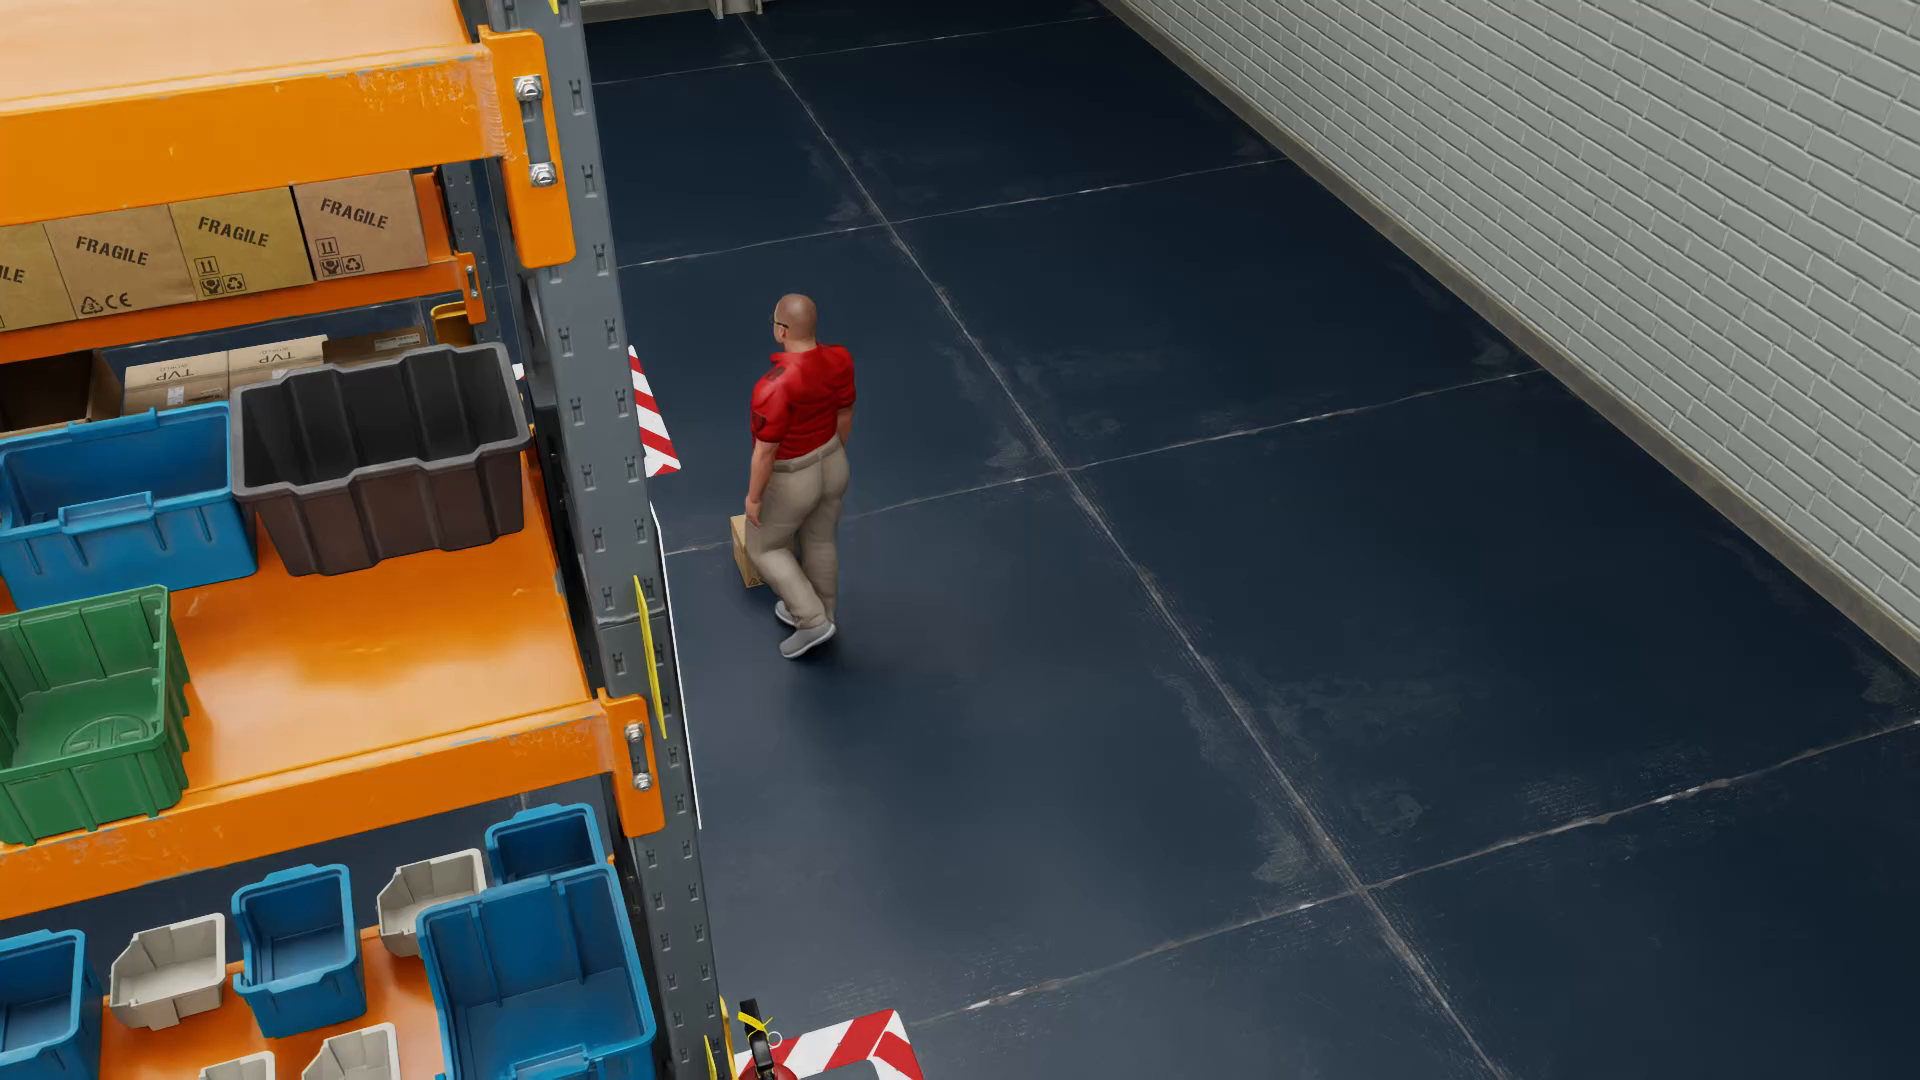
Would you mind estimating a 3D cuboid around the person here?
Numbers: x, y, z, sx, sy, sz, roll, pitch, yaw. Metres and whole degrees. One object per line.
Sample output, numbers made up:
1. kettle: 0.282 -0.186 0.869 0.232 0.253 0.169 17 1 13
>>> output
1. person: -0.691 -0.262 7.137 0.395 1.568 0.436 29 46 32
